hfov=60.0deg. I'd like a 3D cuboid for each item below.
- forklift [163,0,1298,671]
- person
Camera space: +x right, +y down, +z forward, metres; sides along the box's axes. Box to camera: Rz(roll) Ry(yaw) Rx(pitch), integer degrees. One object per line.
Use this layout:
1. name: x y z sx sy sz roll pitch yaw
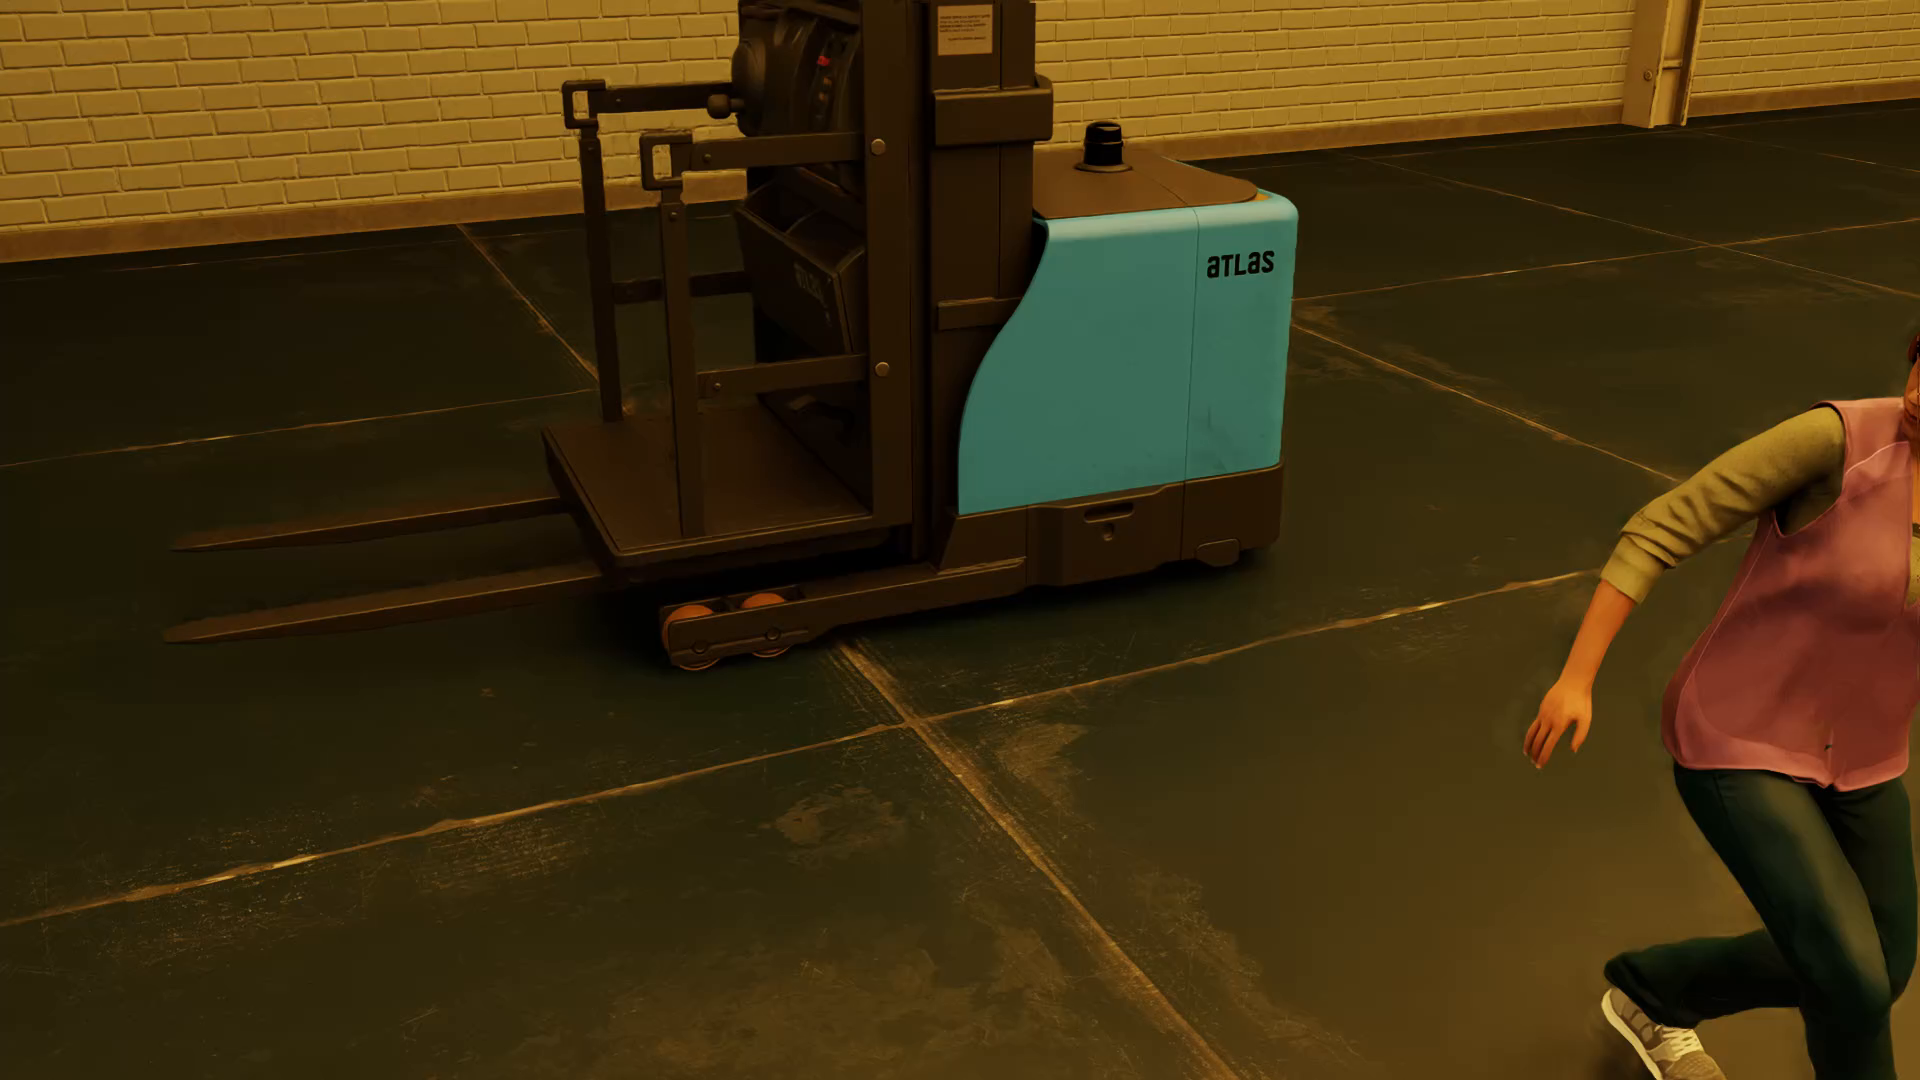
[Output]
1. forklift: -0.618 -1.246 4.285 3.031 2.935 1.130 -9 24 -21
2. person: 1.213 0.365 2.351 0.704 1.479 0.764 -5 23 -11
